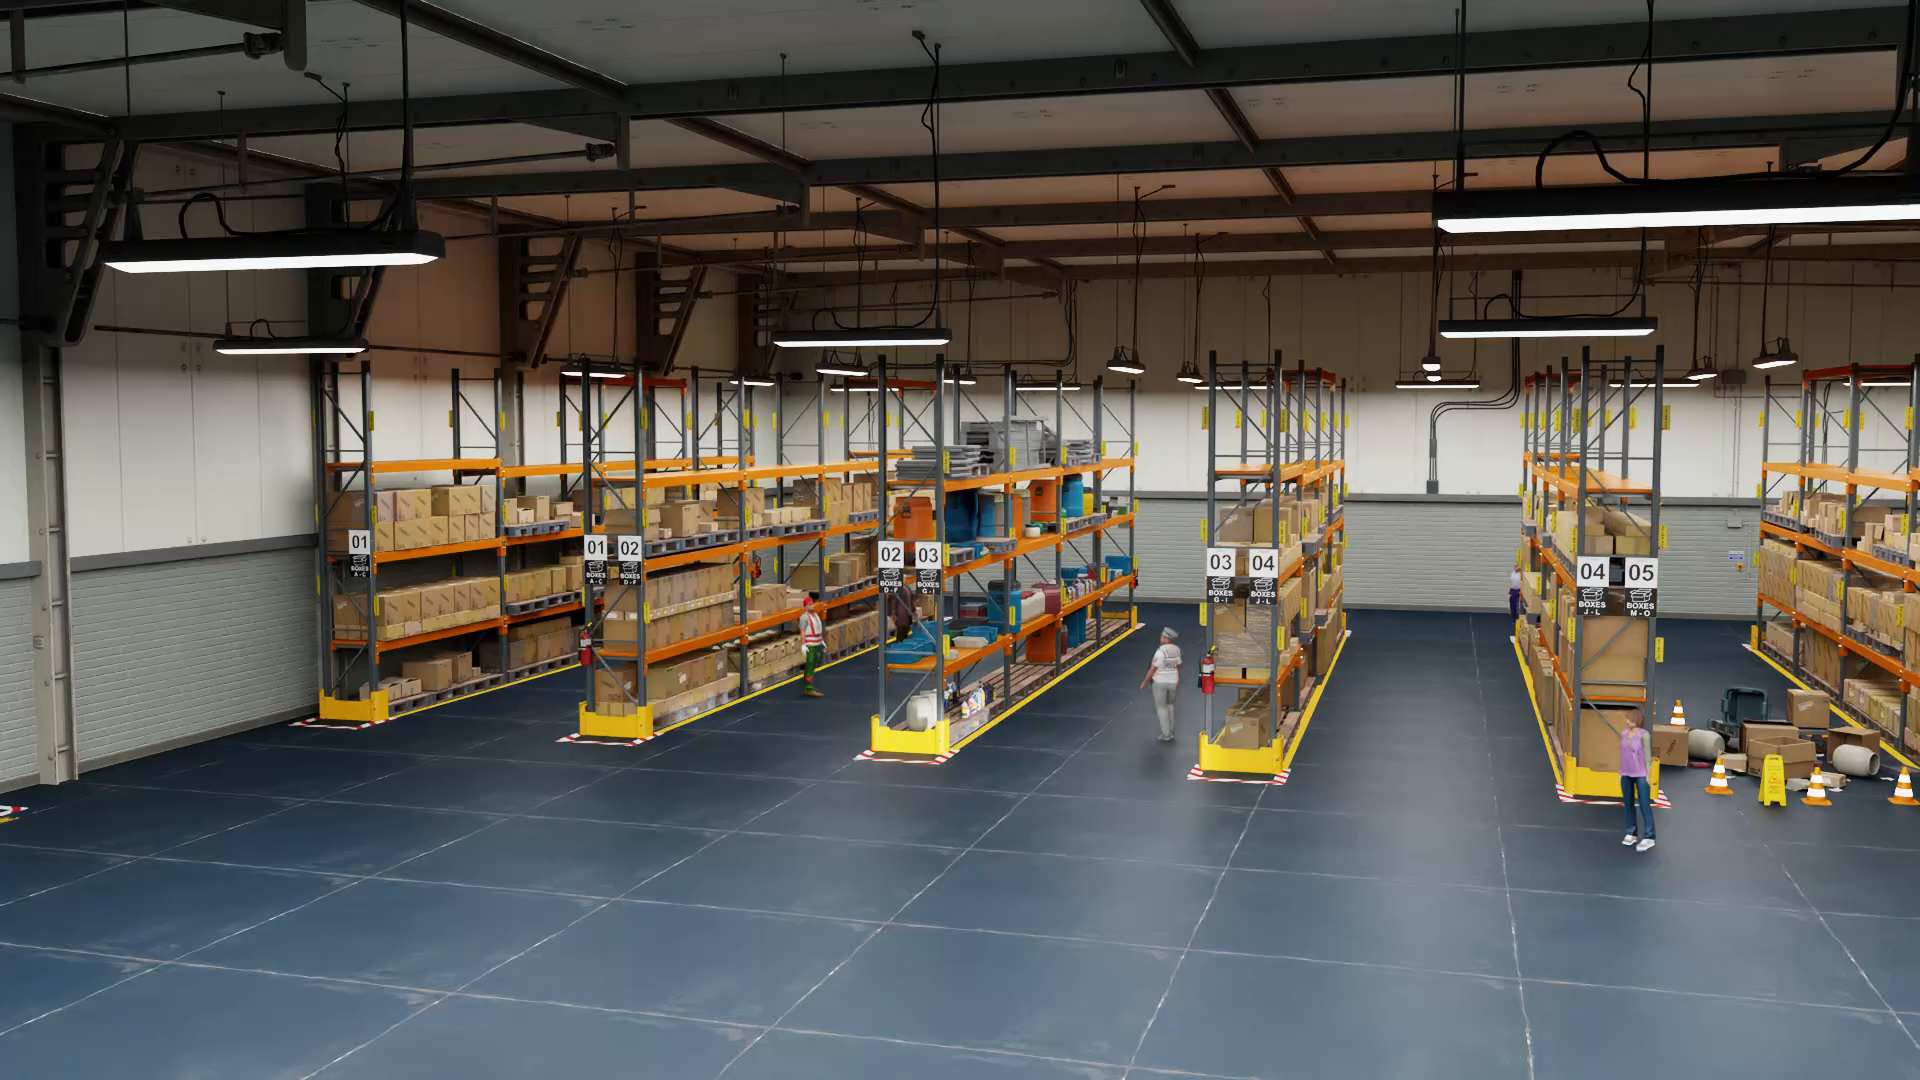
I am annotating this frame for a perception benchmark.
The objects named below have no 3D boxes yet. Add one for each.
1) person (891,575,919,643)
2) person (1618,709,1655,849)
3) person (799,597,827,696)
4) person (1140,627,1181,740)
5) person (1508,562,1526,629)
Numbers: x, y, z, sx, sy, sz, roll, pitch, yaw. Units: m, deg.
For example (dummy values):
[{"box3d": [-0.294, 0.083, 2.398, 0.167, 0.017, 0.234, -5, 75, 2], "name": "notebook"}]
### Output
[{"box3d": [-1.180, 1.591, 35.310, 0.425, 1.794, 0.694, 2, 5, 30], "name": "person"}, {"box3d": [7.959, 2.804, 19.602, 0.374, 1.600, 0.498, -3, 5, -34], "name": "person"}, {"box3d": [-2.694, 1.932, 30.394, 0.434, 1.774, 0.582, 1, 4, 13], "name": "person"}, {"box3d": [3.187, 2.286, 26.082, 0.659, 1.855, 0.615, -2, 4, -21], "name": "person"}, {"box3d": [13.489, 1.331, 40.116, 0.501, 1.654, 0.440, 1, 4, 15], "name": "person"}]
